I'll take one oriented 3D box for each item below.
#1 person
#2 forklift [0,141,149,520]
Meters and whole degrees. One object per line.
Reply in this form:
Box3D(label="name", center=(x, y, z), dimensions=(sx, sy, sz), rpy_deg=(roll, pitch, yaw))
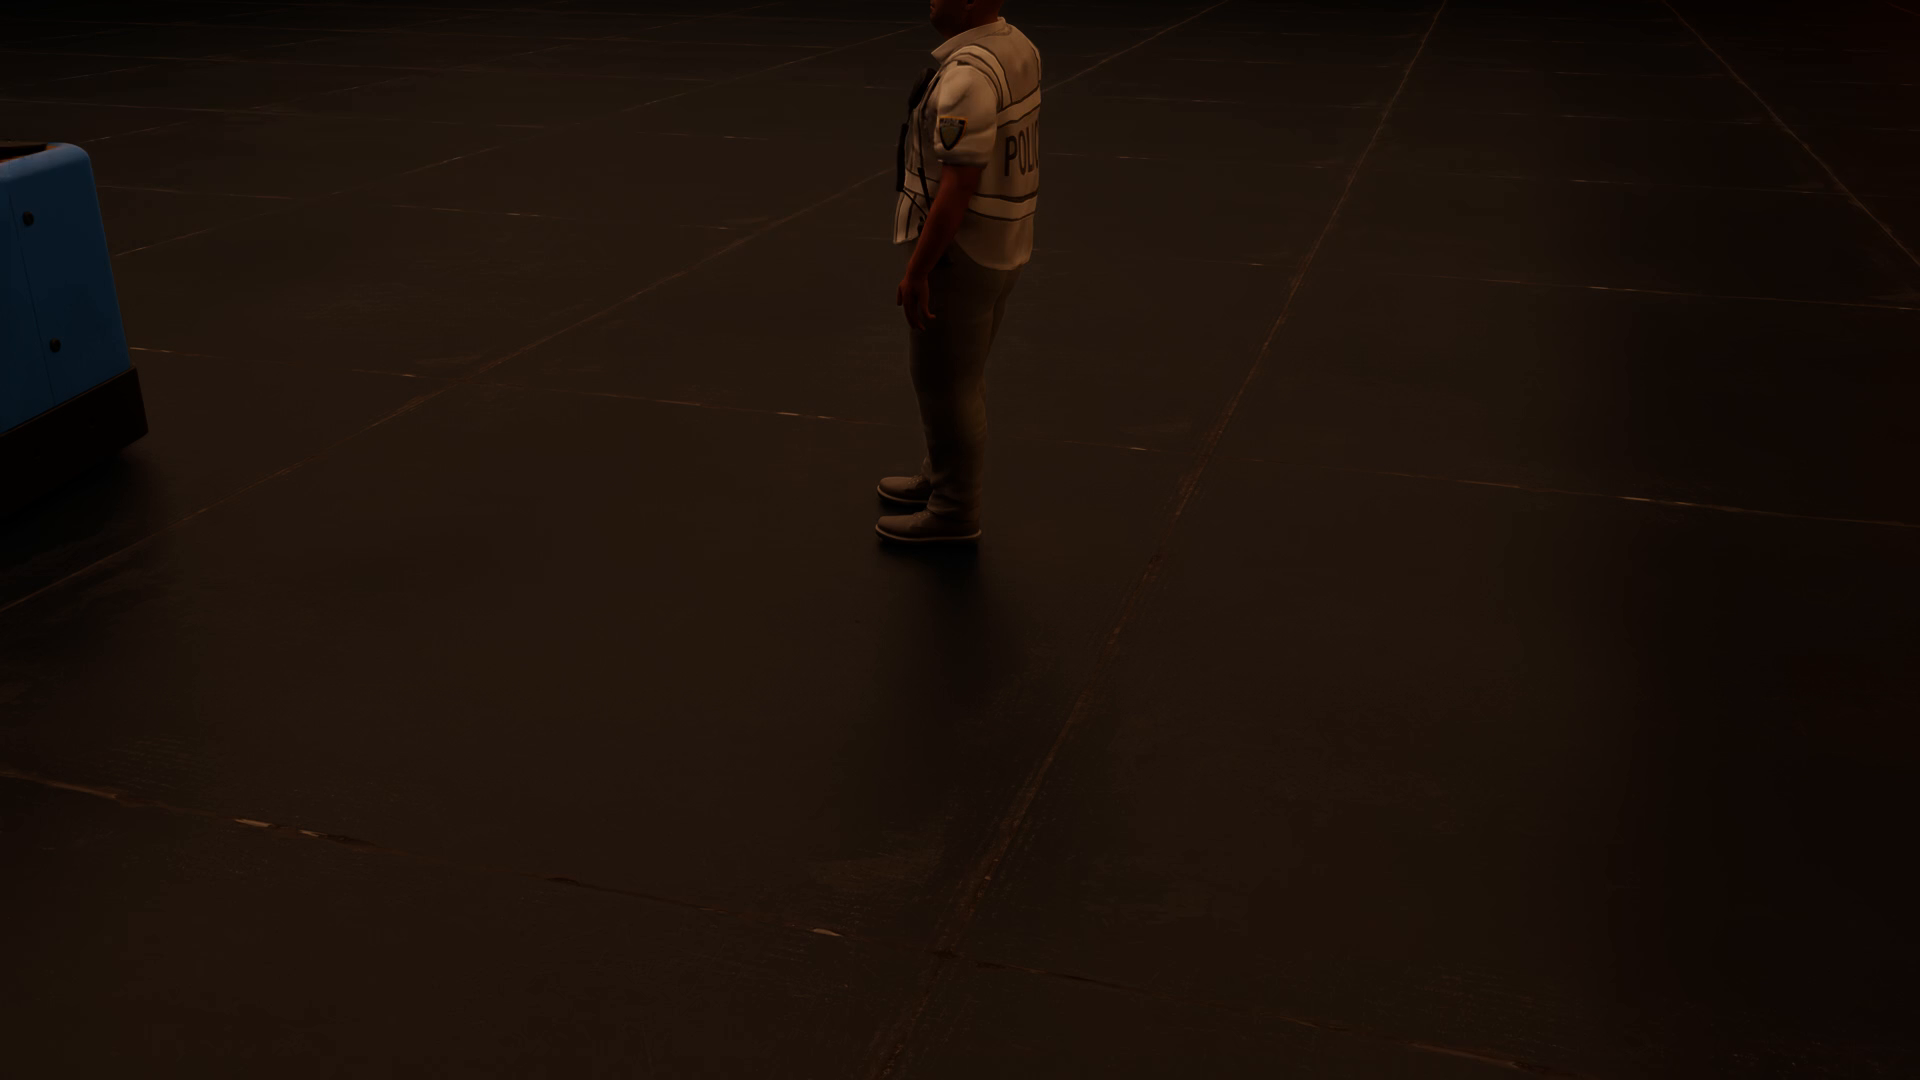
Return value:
Box3D(label="person", center=(-0.071, -0.844, 4.809), dimensions=(0.574, 1.780, 0.641), rpy_deg=(7, 23, 16))
Box3D(label="forklift", center=(-4.400, -1.550, 5.034), dimensions=(3.031, 2.935, 1.130), rpy_deg=(2, 23, 5))
